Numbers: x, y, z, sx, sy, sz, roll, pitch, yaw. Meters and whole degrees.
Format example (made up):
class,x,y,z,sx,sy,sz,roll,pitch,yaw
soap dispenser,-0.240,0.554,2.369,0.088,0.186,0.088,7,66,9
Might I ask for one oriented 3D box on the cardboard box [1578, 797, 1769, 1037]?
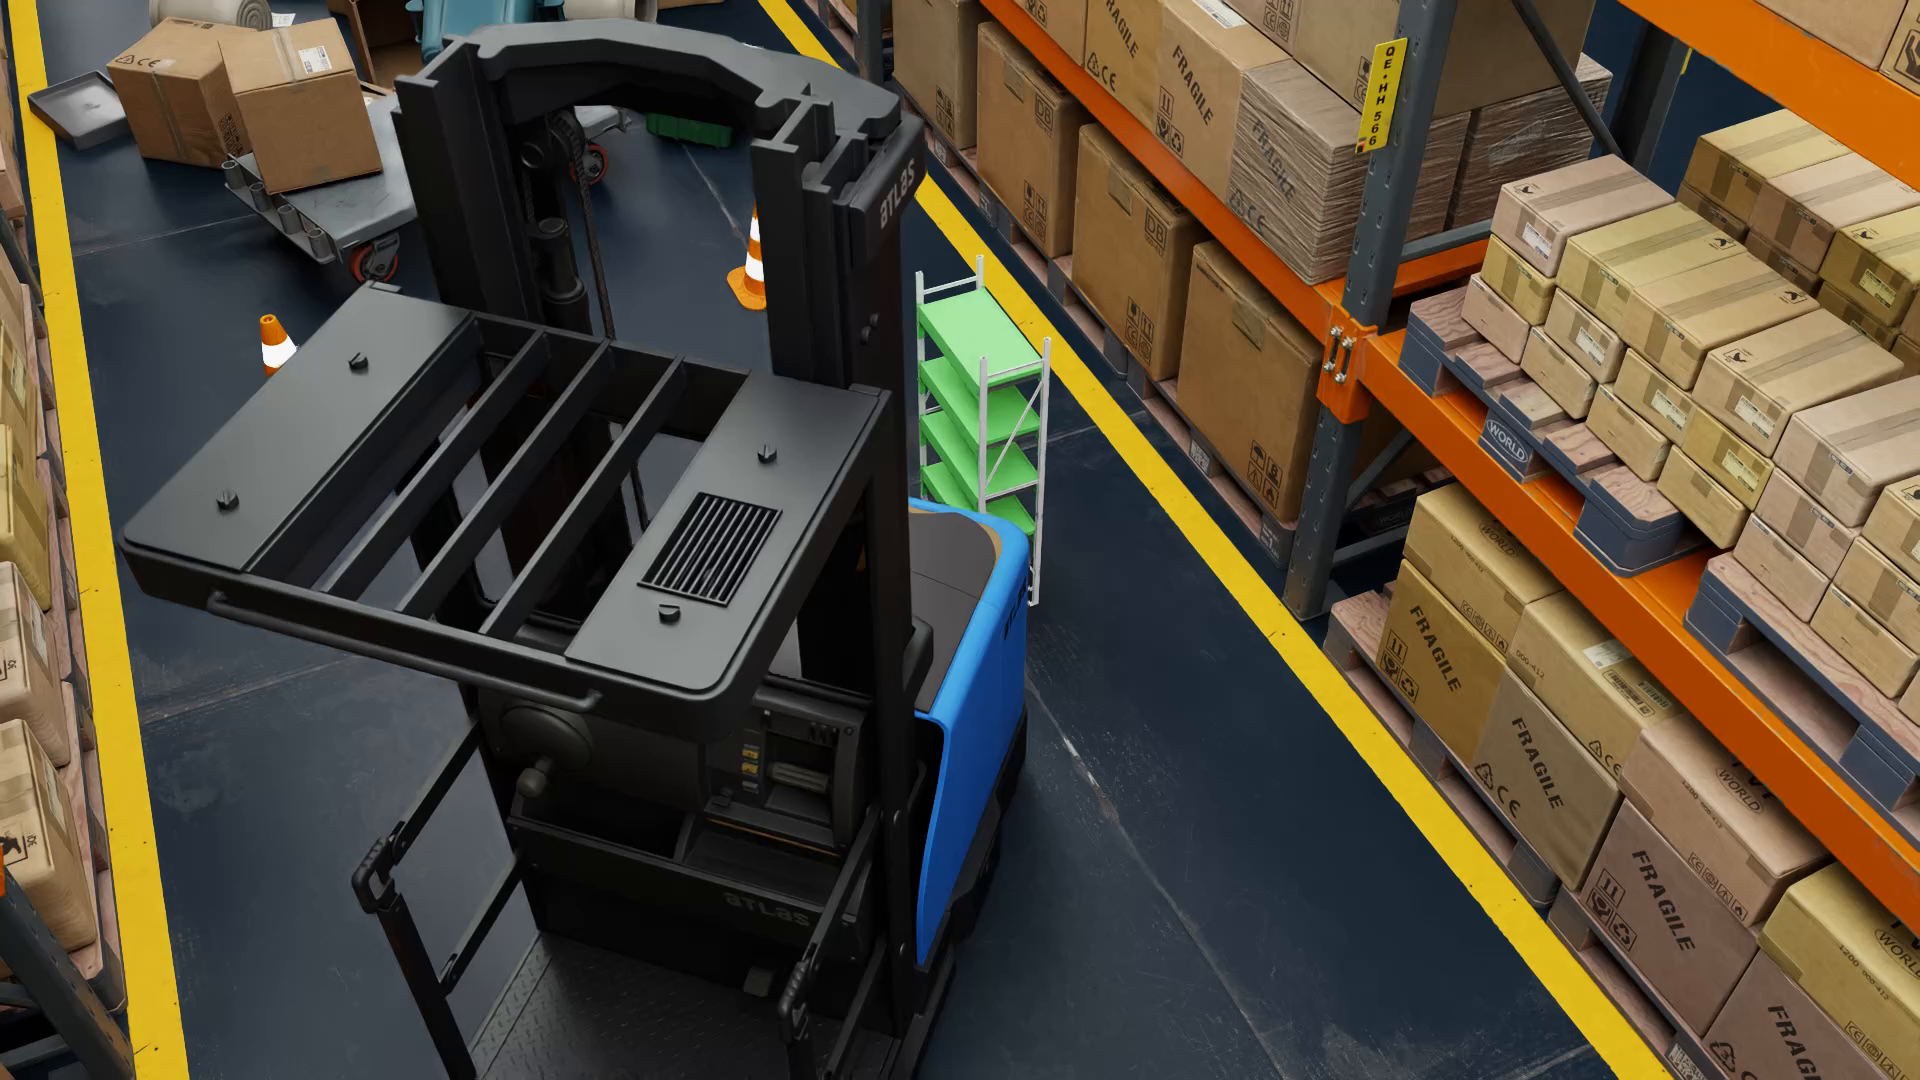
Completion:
class,x,y,z,sx,sy,sz,roll,pitch,yaw
cardboard box,2.144,0.957,4.625,0.500,0.500,0.500,-19,48,-18

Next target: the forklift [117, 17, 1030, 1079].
class,x,y,z,sx,sy,sz,roll,pitch,yaw
forklift,-0.731,0.549,3.606,1.130,2.935,3.031,13,46,13

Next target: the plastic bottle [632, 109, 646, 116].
class,x,y,z,sx,sy,sz,roll,pitch,yaw
plastic bottle,-1.524,-2.188,8.424,0.283,0.061,0.133,26,50,24

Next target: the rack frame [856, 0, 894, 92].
class,x,y,z,sx,sy,sz,roll,pitch,yaw
rack frame,-0.039,-3.504,7.665,1.000,3.000,0.127,-18,47,-17

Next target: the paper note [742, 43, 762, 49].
class,x,y,z,sx,sy,sz,roll,pitch,yaw
paper note,-1.143,-2.608,8.871,0.142,0.020,0.147,18,47,18

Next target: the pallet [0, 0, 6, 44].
class,x,y,z,sx,sy,sz,roll,pitch,yaw
pallet,-5.828,-2.957,9.097,1.003,0.211,1.213,-18,47,-17

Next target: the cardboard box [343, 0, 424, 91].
class,x,y,z,sx,sy,sz,roll,pitch,yaw
cardboard box,-2.733,-2.721,8.553,0.797,0.637,0.503,-18,47,-17

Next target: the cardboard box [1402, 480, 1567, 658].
class,x,y,z,sx,sy,sz,roll,pitch,yaw
cardboard box,1.714,0.030,5.031,0.500,0.250,0.500,-20,48,-19

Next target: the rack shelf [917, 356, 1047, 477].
class,x,y,z,sx,sy,sz,roll,pitch,yaw
rack shelf,0.070,-0.447,5.598,0.258,0.148,0.480,-18,47,-17

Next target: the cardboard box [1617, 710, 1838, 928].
class,x,y,z,sx,sy,sz,roll,pitch,yaw
cardboard box,2.123,0.672,4.380,0.500,0.250,0.500,-18,47,-17

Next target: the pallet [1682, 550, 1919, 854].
class,x,y,z,sx,sy,sz,roll,pitch,yaw
pallet,2.513,0.363,3.883,1.003,0.211,1.213,-18,47,-17

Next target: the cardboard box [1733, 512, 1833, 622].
class,x,y,z,sx,sy,sz,roll,pitch,yaw
cardboard box,2.104,0.013,3.981,0.380,0.149,0.250,-17,47,-16

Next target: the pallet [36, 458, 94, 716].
class,x,y,z,sx,sy,sz,roll,pitch,yaw
pallet,-3.642,0.290,5.806,1.003,0.211,1.213,-18,47,-17

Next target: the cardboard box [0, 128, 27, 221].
class,x,y,z,sx,sy,sz,roll,pitch,yaw
cardboard box,-4.490,-1.604,7.398,0.500,0.250,0.500,-20,48,-19

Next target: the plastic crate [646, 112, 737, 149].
class,x,y,z,sx,sy,sz,roll,pitch,yaw
plastic crate,-1.300,-2.247,8.353,0.450,0.188,0.662,11,45,-3

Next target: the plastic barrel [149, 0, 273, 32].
class,x,y,z,sx,sy,sz,roll,pitch,yaw
plastic barrel,-3.927,-2.740,8.726,0.512,0.421,0.421,11,46,11

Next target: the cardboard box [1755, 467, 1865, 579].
class,x,y,z,sx,sy,sz,roll,pitch,yaw
cardboard box,2.106,-0.092,3.876,0.380,0.149,0.250,-18,47,-17

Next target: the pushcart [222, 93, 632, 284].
class,x,y,z,sx,sy,sz,roll,pitch,yaw
pushcart,-2.440,-1.749,7.754,1.648,0.377,0.936,-35,54,-30

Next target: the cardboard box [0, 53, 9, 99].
class,x,y,z,sx,sy,sz,roll,pitch,yaw
cardboard box,-4.951,-2.278,8.082,0.500,0.250,0.500,-19,48,-18

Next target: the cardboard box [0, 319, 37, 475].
class,x,y,z,sx,sy,sz,roll,pitch,yaw
cardboard box,-3.959,-0.401,6.092,0.950,0.372,0.625,-15,47,-15

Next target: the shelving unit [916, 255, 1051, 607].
class,x,y,z,sx,sy,sz,roll,pitch,yaw
shelving unit,0.070,-0.322,5.722,0.258,1.200,0.503,-18,47,-17

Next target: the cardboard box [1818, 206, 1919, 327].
class,x,y,z,sx,sy,sz,roll,pitch,yaw
cardboard box,2.479,-0.722,4.302,0.380,0.149,0.250,-17,47,-16

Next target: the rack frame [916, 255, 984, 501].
class,x,y,z,sx,sy,sz,roll,pitch,yaw
rack frame,-0.033,-0.477,5.879,0.240,1.200,0.015,-18,47,-17

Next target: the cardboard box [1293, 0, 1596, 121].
class,x,y,z,sx,sy,sz,roll,pitch,yaw
cardboard box,1.464,-1.635,4.988,0.700,0.500,0.500,-18,47,-18

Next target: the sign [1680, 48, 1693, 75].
class,x,y,z,sx,sy,sz,roll,pitch,yaw
sign,2.132,-1.505,4.871,0.100,0.325,0.005,-18,47,-17

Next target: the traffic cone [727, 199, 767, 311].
class,x,y,z,sx,sy,sz,roll,pitch,yaw
traffic cone,-0.845,-1.300,7.238,0.336,0.463,0.334,-18,47,-17

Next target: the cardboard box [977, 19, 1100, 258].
class,x,y,z,sx,sy,sz,roll,pitch,yaw
cardboard box,0.706,-1.867,7.310,1.050,0.750,0.750,-18,47,-17

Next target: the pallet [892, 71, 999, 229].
class,x,y,z,sx,sy,sz,roll,pitch,yaw
pallet,0.354,-2.041,8.169,1.003,0.211,1.213,-18,47,-17

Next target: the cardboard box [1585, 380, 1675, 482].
class,x,y,z,sx,sy,sz,roll,pitch,yaw
cardboard box,1.875,-0.327,4.326,0.380,0.149,0.250,-16,47,-15

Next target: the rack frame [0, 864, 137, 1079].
class,x,y,z,sx,sy,sz,roll,pitch,yaw
rack frame,-2.805,0.572,3.535,1.000,3.000,0.127,-18,47,-17

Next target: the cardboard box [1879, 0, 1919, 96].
class,x,y,z,sx,sy,sz,roll,pitch,yaw
cardboard box,2.074,-0.982,2.902,0.500,0.500,0.500,-18,47,-17

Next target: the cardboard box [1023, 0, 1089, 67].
class,x,y,z,sx,sy,sz,roll,pitch,yaw
cardboard box,0.572,-2.160,6.232,0.500,0.500,0.500,-17,47,-17

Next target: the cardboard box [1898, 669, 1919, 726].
class,x,y,z,sx,sy,sz,roll,pitch,yaw
cardboard box,2.316,0.341,3.649,0.380,0.149,0.250,-19,48,-19

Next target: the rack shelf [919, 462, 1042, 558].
class,x,y,z,sx,sy,sz,roll,pitch,yaw
rack shelf,0.070,-0.105,5.935,0.258,0.148,0.480,-18,47,-17

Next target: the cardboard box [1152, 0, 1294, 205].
class,x,y,z,sx,sy,sz,roll,pitch,yaw
cardboard box,1.002,-1.516,5.580,0.500,0.500,0.500,-18,47,-17

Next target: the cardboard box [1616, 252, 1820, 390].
class,x,y,z,sx,sy,sz,roll,pitch,yaw
cardboard box,1.876,-0.547,4.125,0.380,0.149,0.250,-18,47,-18

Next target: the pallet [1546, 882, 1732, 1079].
class,x,y,z,sx,sy,sz,roll,pitch,yaw
pallet,2.480,1.313,4.769,1.003,0.211,1.213,-18,47,-17

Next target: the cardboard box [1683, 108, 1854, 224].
class,x,y,z,sx,sy,sz,roll,pitch,yaw
cardboard box,2.265,-1.049,4.634,0.380,0.149,0.250,-20,48,-19

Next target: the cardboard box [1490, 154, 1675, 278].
class,x,y,z,sx,sy,sz,roll,pitch,yaw
cardboard box,1.664,-0.872,4.454,0.380,0.149,0.250,-18,47,-17

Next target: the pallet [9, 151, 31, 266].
class,x,y,z,sx,sy,sz,roll,pitch,yaw
pallet,-4.802,-1.402,7.521,1.003,0.211,1.213,-18,47,-17

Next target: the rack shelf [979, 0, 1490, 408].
class,x,y,z,sx,sy,sz,roll,pitch,yaw
rack shelf,0.802,-1.973,6.626,1.077,0.370,4.000,-18,47,-17

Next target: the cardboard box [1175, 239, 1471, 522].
class,x,y,z,sx,sy,sz,roll,pitch,yaw
cardboard box,1.469,-0.718,6.145,1.050,0.750,0.750,-19,48,-18

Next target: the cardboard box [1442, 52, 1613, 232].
class,x,y,z,sx,sy,sz,roll,pitch,yaw
cardboard box,1.699,-1.356,5.417,0.500,0.500,0.500,-18,47,-17

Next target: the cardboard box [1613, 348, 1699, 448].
class,x,y,z,sx,sy,sz,roll,pitch,yaw
cardboard box,1.895,-0.412,4.200,0.380,0.149,0.250,-19,48,-19

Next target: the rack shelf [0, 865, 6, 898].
class,x,y,z,sx,sy,sz,roll,pitch,yaw
rack shelf,-1.964,2.102,2.496,1.077,0.370,4.000,-18,47,-17

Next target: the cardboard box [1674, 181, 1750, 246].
class,x,y,z,sx,sy,sz,roll,pitch,yaw
cardboard box,2.264,-0.940,4.735,0.380,0.149,0.250,-17,47,-17

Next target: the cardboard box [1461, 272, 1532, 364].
class,x,y,z,sx,sy,sz,roll,pitch,yaw
cardboard box,1.648,-0.670,4.673,0.380,0.149,0.250,-19,48,-18

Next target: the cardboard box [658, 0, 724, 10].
class,x,y,z,sx,sy,sz,roll,pitch,yaw
cardboard box,-1.622,-3.301,9.238,0.500,0.500,0.500,-11,46,-11

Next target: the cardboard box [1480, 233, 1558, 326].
class,x,y,z,sx,sy,sz,roll,pitch,yaw
cardboard box,1.664,-0.753,4.546,0.380,0.149,0.250,-16,47,-16

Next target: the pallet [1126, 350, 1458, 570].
class,x,y,z,sx,sy,sz,roll,pitch,yaw
pallet,1.380,-0.487,6.593,1.003,0.211,1.213,-18,47,-17

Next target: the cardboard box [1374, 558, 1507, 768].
class,x,y,z,sx,sy,sz,roll,pitch,yaw
cardboard box,1.709,0.312,5.279,0.500,0.500,0.500,-20,48,-19

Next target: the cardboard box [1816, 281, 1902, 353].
class,x,y,z,sx,sy,sz,roll,pitch,yaw
cardboard box,2.491,-0.604,4.394,0.380,0.149,0.250,-17,47,-16

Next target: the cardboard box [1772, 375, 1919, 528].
class,x,y,z,sx,sy,sz,roll,pitch,yaw
cardboard box,2.103,-0.206,3.779,0.380,0.149,0.250,-16,47,-16

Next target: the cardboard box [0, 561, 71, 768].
class,x,y,z,sx,sy,sz,roll,pitch,yaw
cardboard box,-3.351,0.527,5.152,0.950,0.372,0.625,-19,48,-18

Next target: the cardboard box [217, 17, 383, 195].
class,x,y,z,sx,sy,sz,roll,pitch,yaw
cardboard box,-2.885,-1.902,7.282,0.500,0.500,0.500,-18,47,-17
